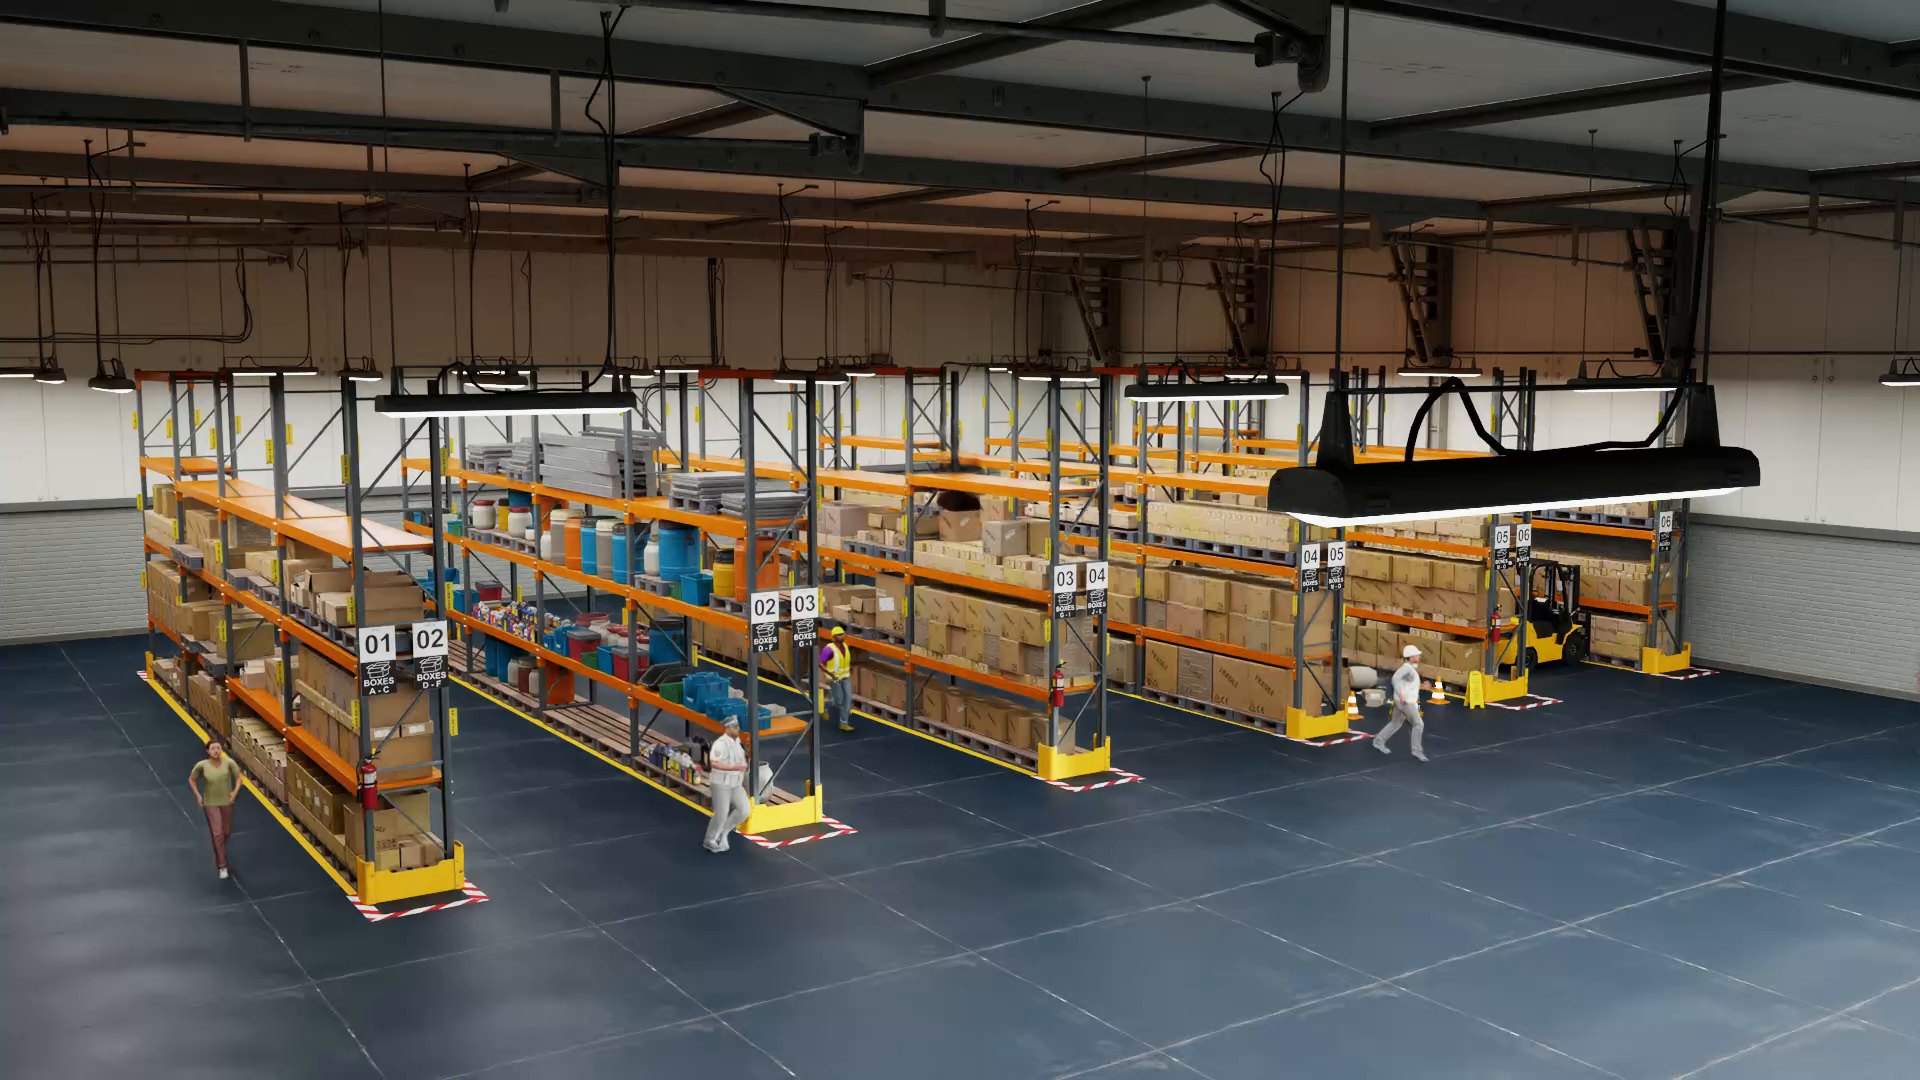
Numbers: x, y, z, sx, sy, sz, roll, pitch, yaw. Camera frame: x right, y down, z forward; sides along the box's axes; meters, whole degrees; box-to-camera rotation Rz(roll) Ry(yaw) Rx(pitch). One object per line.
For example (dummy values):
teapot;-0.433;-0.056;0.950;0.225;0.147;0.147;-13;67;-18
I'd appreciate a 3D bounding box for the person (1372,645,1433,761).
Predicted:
person;6.921;2.542;25.957;0.903;1.823;0.596;1;7;9

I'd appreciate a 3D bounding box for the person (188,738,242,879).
person;-9.080;3.230;20.330;0.591;1.667;0.850;-4;8;-34

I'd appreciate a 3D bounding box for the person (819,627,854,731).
person;-2.052;2.315;27.957;0.782;1.735;0.718;6;9;44

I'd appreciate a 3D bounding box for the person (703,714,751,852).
person;-2.893;3.091;21.144;0.659;1.769;0.667;4;7;30
